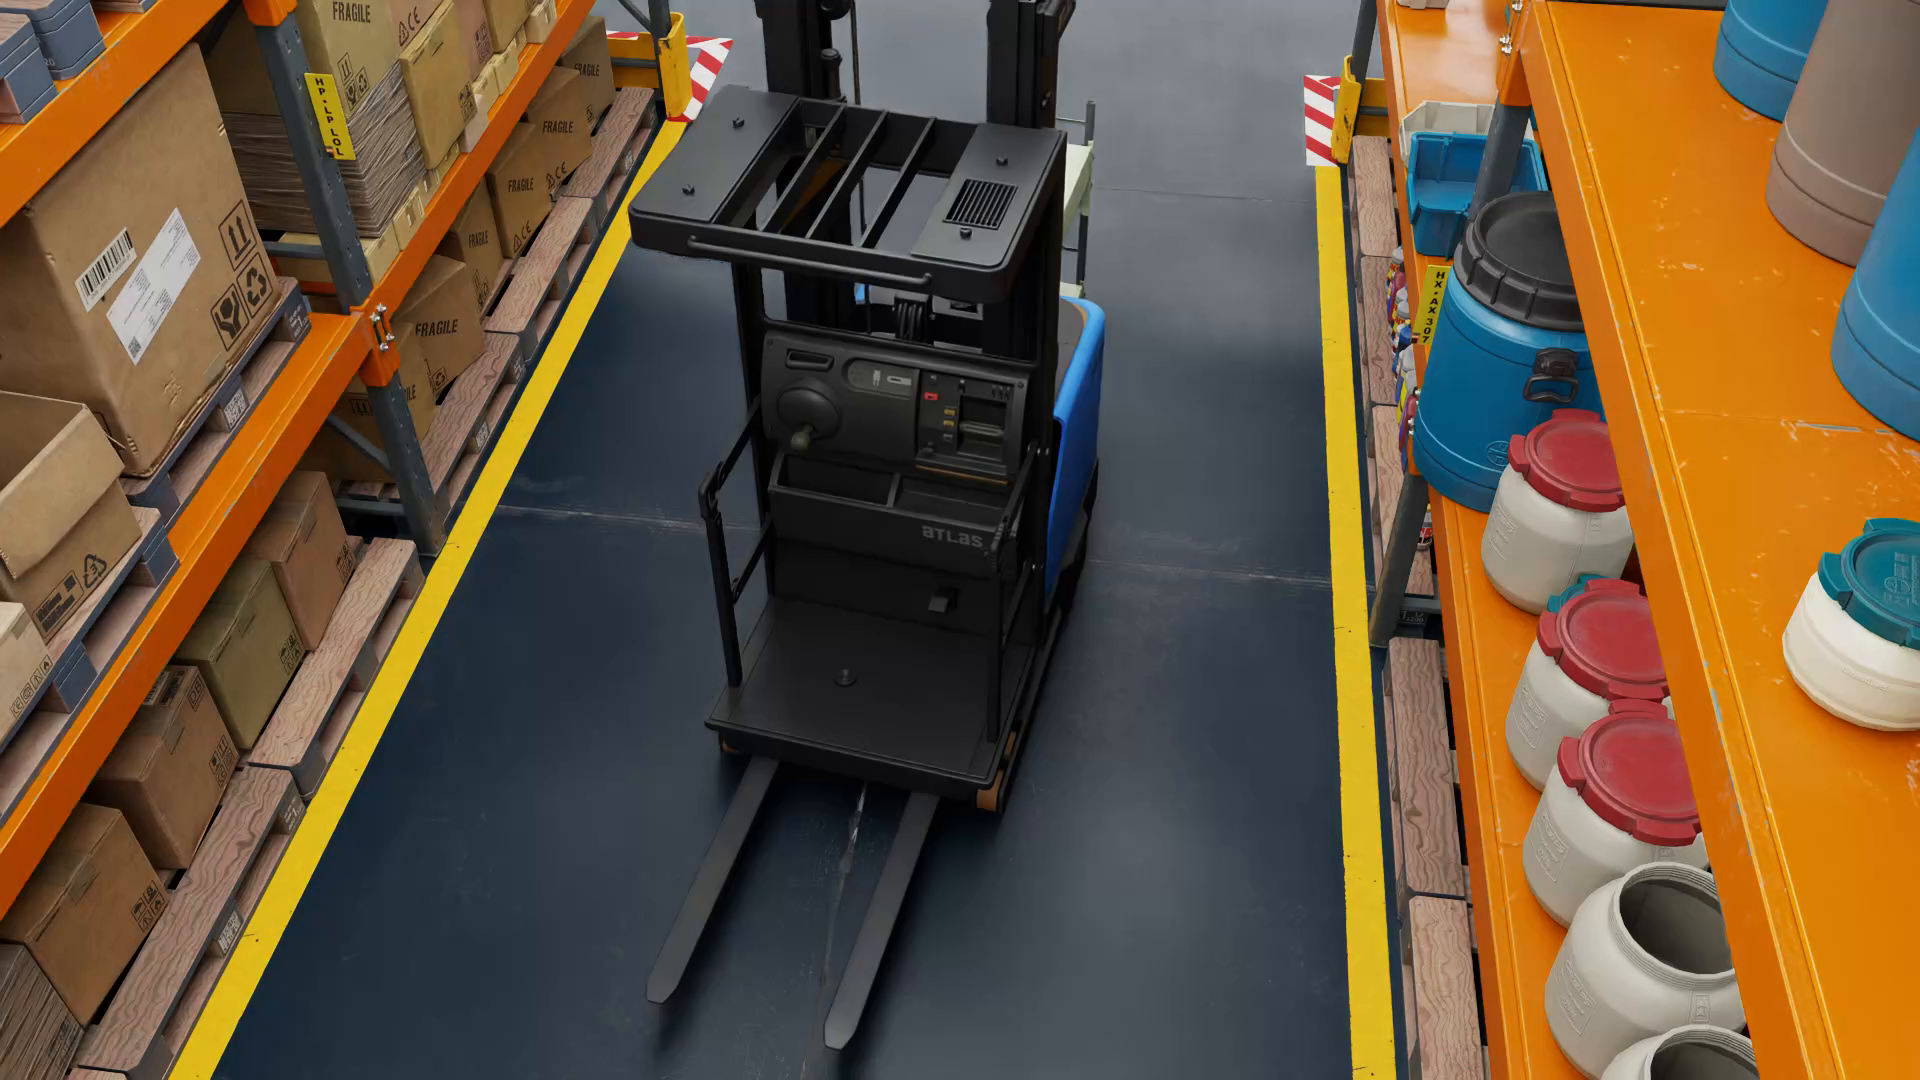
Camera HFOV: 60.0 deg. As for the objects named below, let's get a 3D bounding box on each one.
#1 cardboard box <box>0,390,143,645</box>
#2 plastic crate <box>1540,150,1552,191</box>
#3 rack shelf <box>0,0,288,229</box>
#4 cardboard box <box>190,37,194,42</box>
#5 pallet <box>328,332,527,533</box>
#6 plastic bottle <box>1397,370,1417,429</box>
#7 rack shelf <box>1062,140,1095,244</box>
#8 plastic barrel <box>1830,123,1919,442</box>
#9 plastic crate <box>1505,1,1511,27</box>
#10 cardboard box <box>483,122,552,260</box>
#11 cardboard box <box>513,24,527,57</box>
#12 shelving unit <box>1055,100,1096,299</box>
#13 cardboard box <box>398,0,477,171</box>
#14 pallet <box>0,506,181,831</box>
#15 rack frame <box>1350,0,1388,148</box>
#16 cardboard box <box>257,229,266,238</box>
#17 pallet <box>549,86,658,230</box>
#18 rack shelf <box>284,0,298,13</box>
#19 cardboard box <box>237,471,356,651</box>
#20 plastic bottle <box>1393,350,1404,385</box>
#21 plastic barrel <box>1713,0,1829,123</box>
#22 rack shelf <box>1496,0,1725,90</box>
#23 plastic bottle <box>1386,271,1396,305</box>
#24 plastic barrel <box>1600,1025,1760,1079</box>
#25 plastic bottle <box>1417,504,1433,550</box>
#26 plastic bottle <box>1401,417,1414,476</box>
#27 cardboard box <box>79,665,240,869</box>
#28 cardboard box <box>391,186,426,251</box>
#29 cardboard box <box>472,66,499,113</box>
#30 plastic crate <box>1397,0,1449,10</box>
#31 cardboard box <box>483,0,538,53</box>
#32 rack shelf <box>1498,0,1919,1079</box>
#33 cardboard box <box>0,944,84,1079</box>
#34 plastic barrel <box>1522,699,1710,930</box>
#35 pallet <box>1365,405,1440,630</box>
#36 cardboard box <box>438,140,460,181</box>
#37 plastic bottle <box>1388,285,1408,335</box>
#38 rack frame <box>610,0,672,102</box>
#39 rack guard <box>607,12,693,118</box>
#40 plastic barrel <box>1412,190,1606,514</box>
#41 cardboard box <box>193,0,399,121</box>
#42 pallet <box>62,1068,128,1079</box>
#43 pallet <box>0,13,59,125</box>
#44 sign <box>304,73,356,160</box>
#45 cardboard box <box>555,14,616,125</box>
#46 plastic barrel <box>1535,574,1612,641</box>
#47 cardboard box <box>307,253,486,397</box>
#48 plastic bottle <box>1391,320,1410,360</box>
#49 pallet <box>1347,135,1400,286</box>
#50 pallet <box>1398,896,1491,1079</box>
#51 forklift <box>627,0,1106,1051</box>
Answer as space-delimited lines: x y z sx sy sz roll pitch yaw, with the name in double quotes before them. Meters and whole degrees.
"cardboard box" -2.875 -0.096 4.789 0.797 0.503 0.637 9 44 10
"plastic crate" 2.631 -1.468 6.773 0.450 0.188 0.662 5 44 6
"rack shelf" -3.002 -0.561 4.002 1.077 0.370 4.000 5 44 6
"cardboard box" -2.951 -1.935 6.095 0.500 0.500 0.500 5 44 6
"pallet" -2.684 -0.544 7.671 1.003 0.211 1.213 5 44 6
"plastic bottle" 2.040 -0.659 7.371 0.144 0.351 0.185 5 44 5
"rack shelf" 0.279 -1.381 7.050 0.431 0.370 0.720 11 45 11
"plastic barrel" 2.147 -0.659 3.218 0.600 0.901 0.708 5 44 6
"plastic crate" 2.840 -2.507 7.824 0.499 0.251 0.408 5 44 6
"cardboard box" -2.454 -1.807 8.489 0.500 0.500 0.500 9 44 9
"cardboard box" -2.238 -2.322 7.703 0.380 0.149 0.250 5 44 6
"shelving unit" 0.279 -1.098 7.318 0.431 1.500 0.755 11 45 11
"cardboard box" -2.516 -1.879 6.763 0.875 0.500 0.500 5 44 6
"pallet" -3.045 0.347 4.841 1.003 0.211 1.213 5 44 6
"rack frame" 2.701 -3.371 8.629 1.000 3.000 0.127 5 44 6
"cardboard box" -2.958 -1.347 6.674 0.380 0.149 0.250 5 44 6
"pallet" -2.361 -2.207 9.427 1.003 0.211 1.213 5 44 6
"rack shelf" -2.473 -3.287 6.881 1.077 0.370 4.000 5 44 6
"cardboard box" -2.840 0.069 6.494 0.700 0.500 0.500 2 43 2
"plastic bottle" 2.054 -0.798 7.627 0.097 0.201 0.097 0 43 0
"plastic barrel" 2.320 -1.550 4.159 0.600 0.901 0.708 5 44 6
"rack shelf" 2.437 -2.836 6.405 1.077 0.370 4.000 5 44 6
"plastic bottle" 2.139 -1.237 8.090 0.097 0.201 0.097 0 43 0
"plastic barrel" 1.568 1.320 3.593 0.421 0.512 0.421 0 43 0
"plastic bottle" 1.911 -0.065 6.852 0.097 0.201 0.097 0 43 0
"plastic bottle" 1.997 -0.439 7.139 0.144 0.351 0.185 3 44 3
"cardboard box" -2.995 0.774 5.749 0.700 0.500 0.500 2 43 2
"cardboard box" -2.365 -1.293 6.616 0.380 0.149 0.250 5 44 6
"cardboard box" -2.270 -1.978 7.340 0.380 0.149 0.250 5 44 6
"plastic crate" 2.264 -2.695 8.106 0.298 0.136 0.250 5 44 6
"cardboard box" -2.442 -2.565 7.489 0.875 0.500 0.500 5 44 6
"rack shelf" 1.908 -0.110 3.526 1.077 0.370 4.000 5 44 6
"cardboard box" -3.137 1.541 4.939 0.700 0.500 0.500 2 43 2
"plastic barrel" 1.674 0.732 4.196 0.433 0.535 0.433 0 43 0
"pallet" 2.302 -0.087 7.188 1.003 0.211 1.213 5 44 6
"cardboard box" -2.336 -1.637 6.980 0.380 0.149 0.250 5 44 6
"plastic bottle" 2.107 -1.100 7.894 0.097 0.271 0.097 0 43 0
"rack frame" -2.209 -3.822 9.104 1.000 3.000 0.127 5 44 6
"rack guard" -2.219 -2.862 9.909 1.175 0.500 0.348 5 44 6
"plastic barrel" 1.821 -0.592 5.329 0.600 0.901 0.708 5 44 6
"cardboard box" -2.426 -1.887 6.044 0.500 0.500 0.500 5 44 6
"pallet" -3.161 2.111 4.867 1.003 0.211 1.213 5 44 6
"pallet" -3.059 -0.998 4.078 1.213 0.211 1.003 5 44 6
"sign" -2.187 -1.468 5.777 0.100 0.325 0.005 5 44 6
"cardboard box" -2.308 -2.642 9.372 0.500 0.500 0.500 13 45 13
"plastic barrel" 1.845 0.293 4.860 0.301 0.262 0.301 0 43 0
"cardboard box" -2.577 -1.000 7.638 0.500 0.500 0.500 19 46 19
"plastic bottle" 2.081 -0.938 7.775 0.097 0.201 0.097 0 43 0
"pallet" 2.625 -1.750 8.944 1.003 0.211 1.213 5 44 6
"pallet" 1.948 1.740 5.259 1.003 0.211 1.213 5 44 6
"forklift" -0.286 -0.361 5.499 1.130 2.935 3.031 11 45 11
